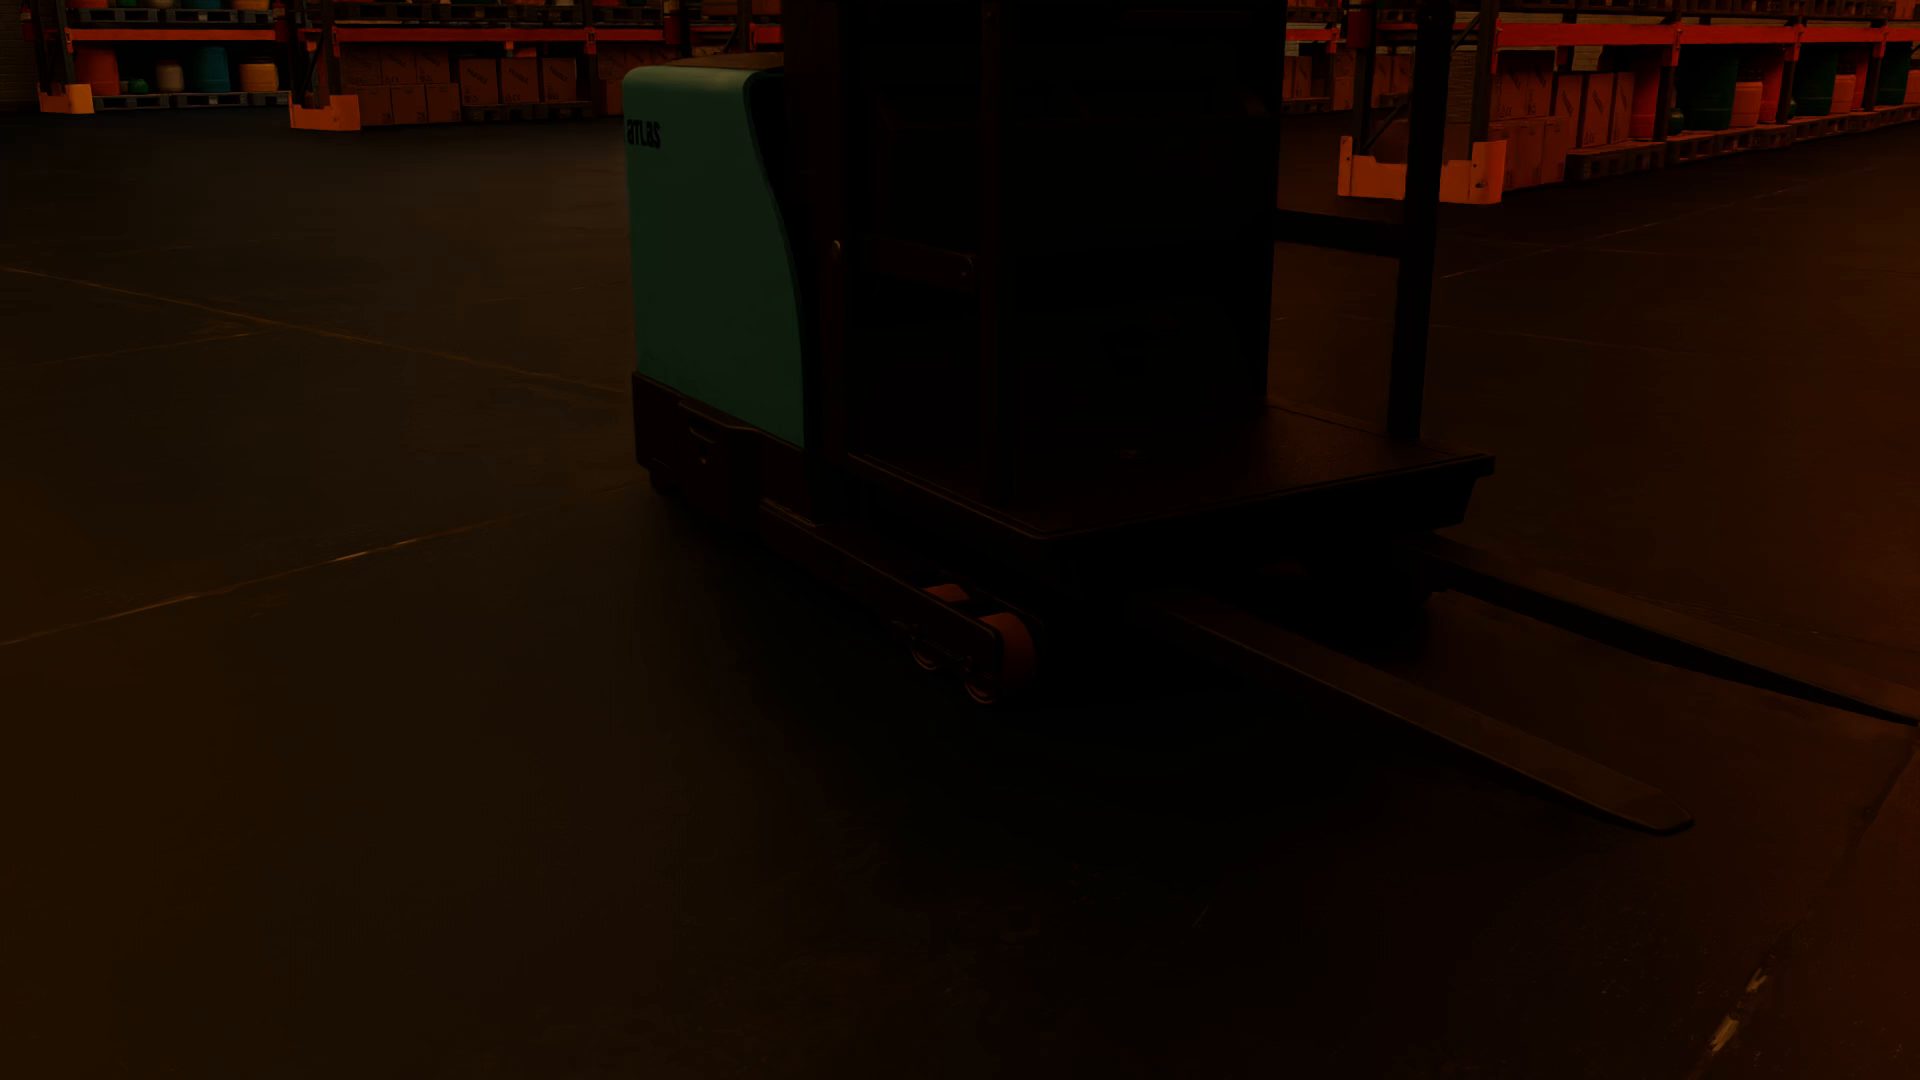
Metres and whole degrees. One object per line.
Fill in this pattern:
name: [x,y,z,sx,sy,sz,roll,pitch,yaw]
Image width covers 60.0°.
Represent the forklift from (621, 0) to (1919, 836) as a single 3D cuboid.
forklift: [0.345,-1.261,3.050,1.130,2.935,3.031,-10,20,-30]
